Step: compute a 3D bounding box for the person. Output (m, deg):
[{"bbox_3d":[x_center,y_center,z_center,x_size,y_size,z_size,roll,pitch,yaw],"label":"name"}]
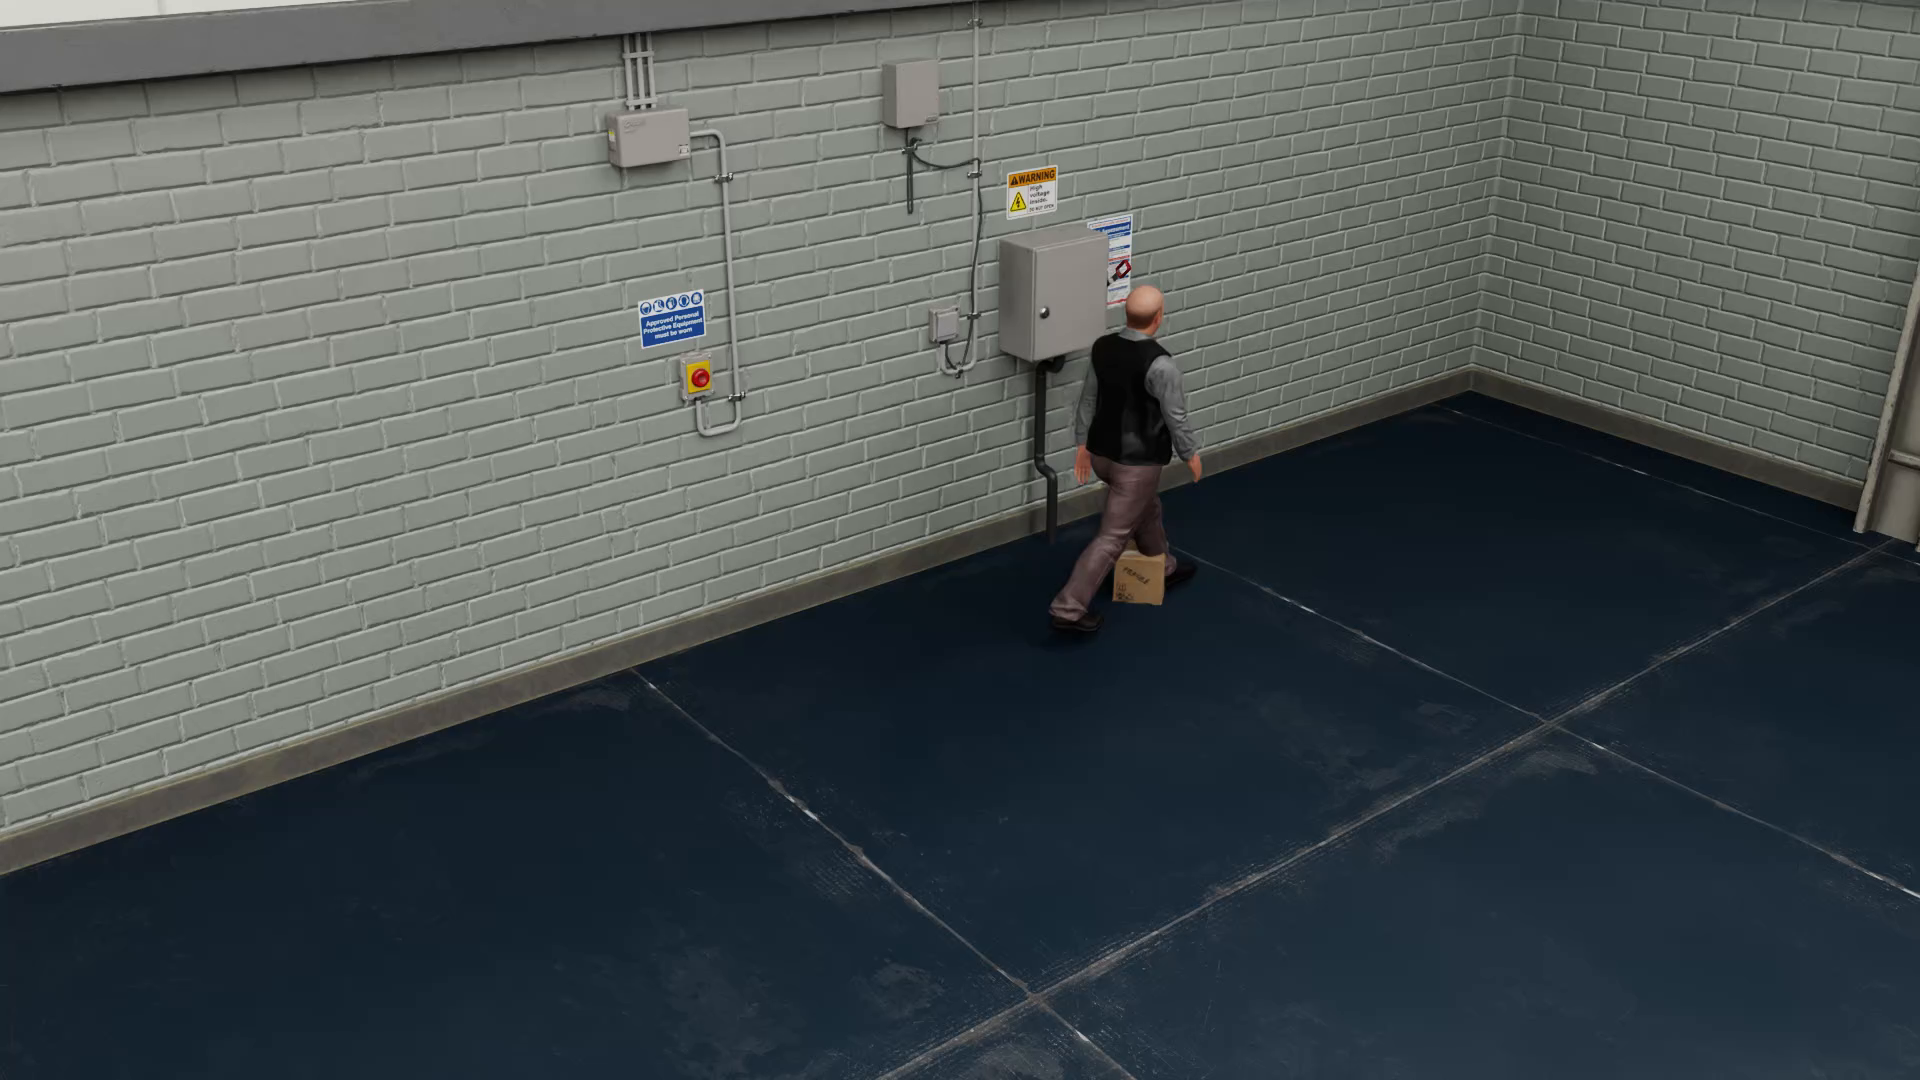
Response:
[{"bbox_3d":[0.842,-0.410,8.039,1.096,1.665,0.549,-16,29,-31],"label":"person"}]
